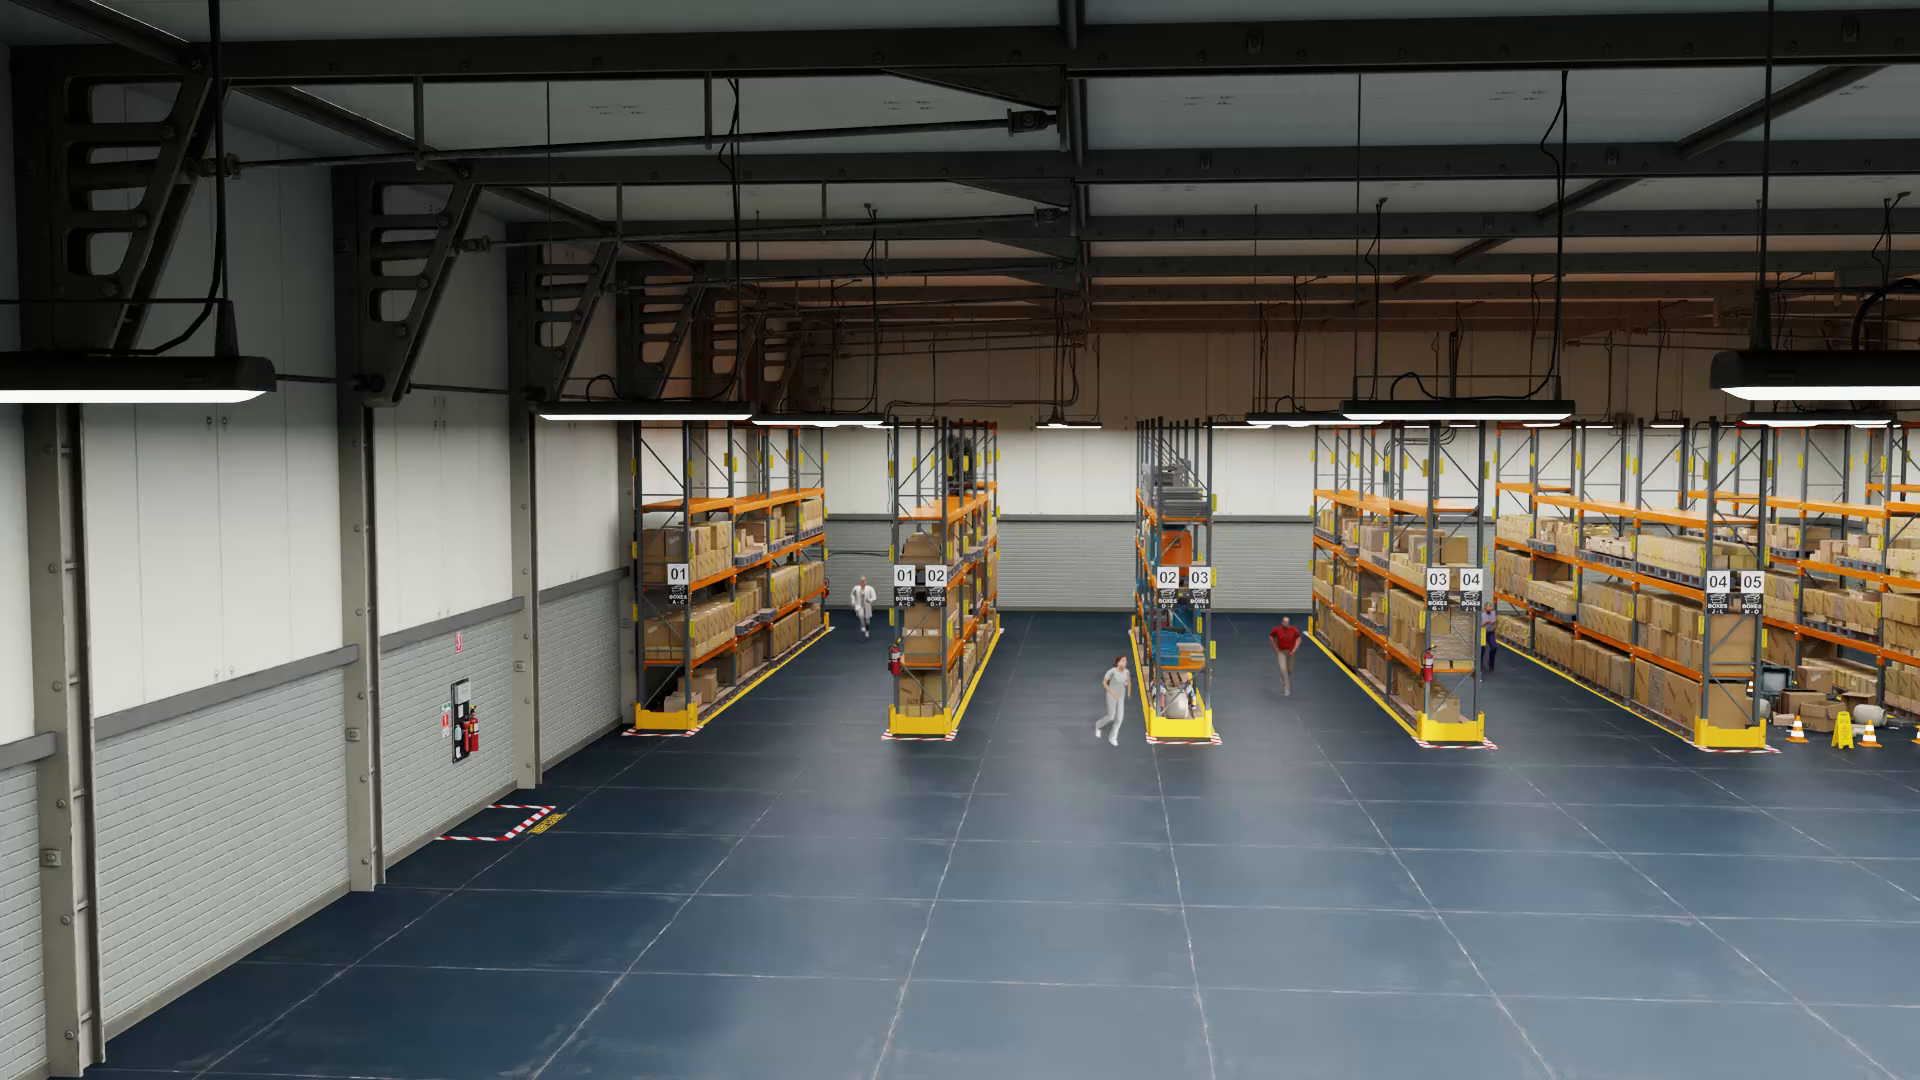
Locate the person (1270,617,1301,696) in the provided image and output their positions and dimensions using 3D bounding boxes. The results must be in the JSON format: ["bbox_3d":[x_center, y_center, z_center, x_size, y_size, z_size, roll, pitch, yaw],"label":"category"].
[{"bbox_3d":[7.123,2.520,36.442,0.662,1.733,1.050,0,4,2],"label":"person"}]

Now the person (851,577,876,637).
[{"bbox_3d":[-2.639,1.842,45.374,0.711,1.679,0.928,0,4,0],"label":"person"}]

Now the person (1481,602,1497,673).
[{"bbox_3d":[12.587,2.334,39.795,0.587,1.700,0.819,0,4,0],"label":"person"}]

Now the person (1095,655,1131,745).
[{"bbox_3d":[2.886,2.919,30.720,0.611,1.640,0.683,-2,4,-28],"label":"person"}]
